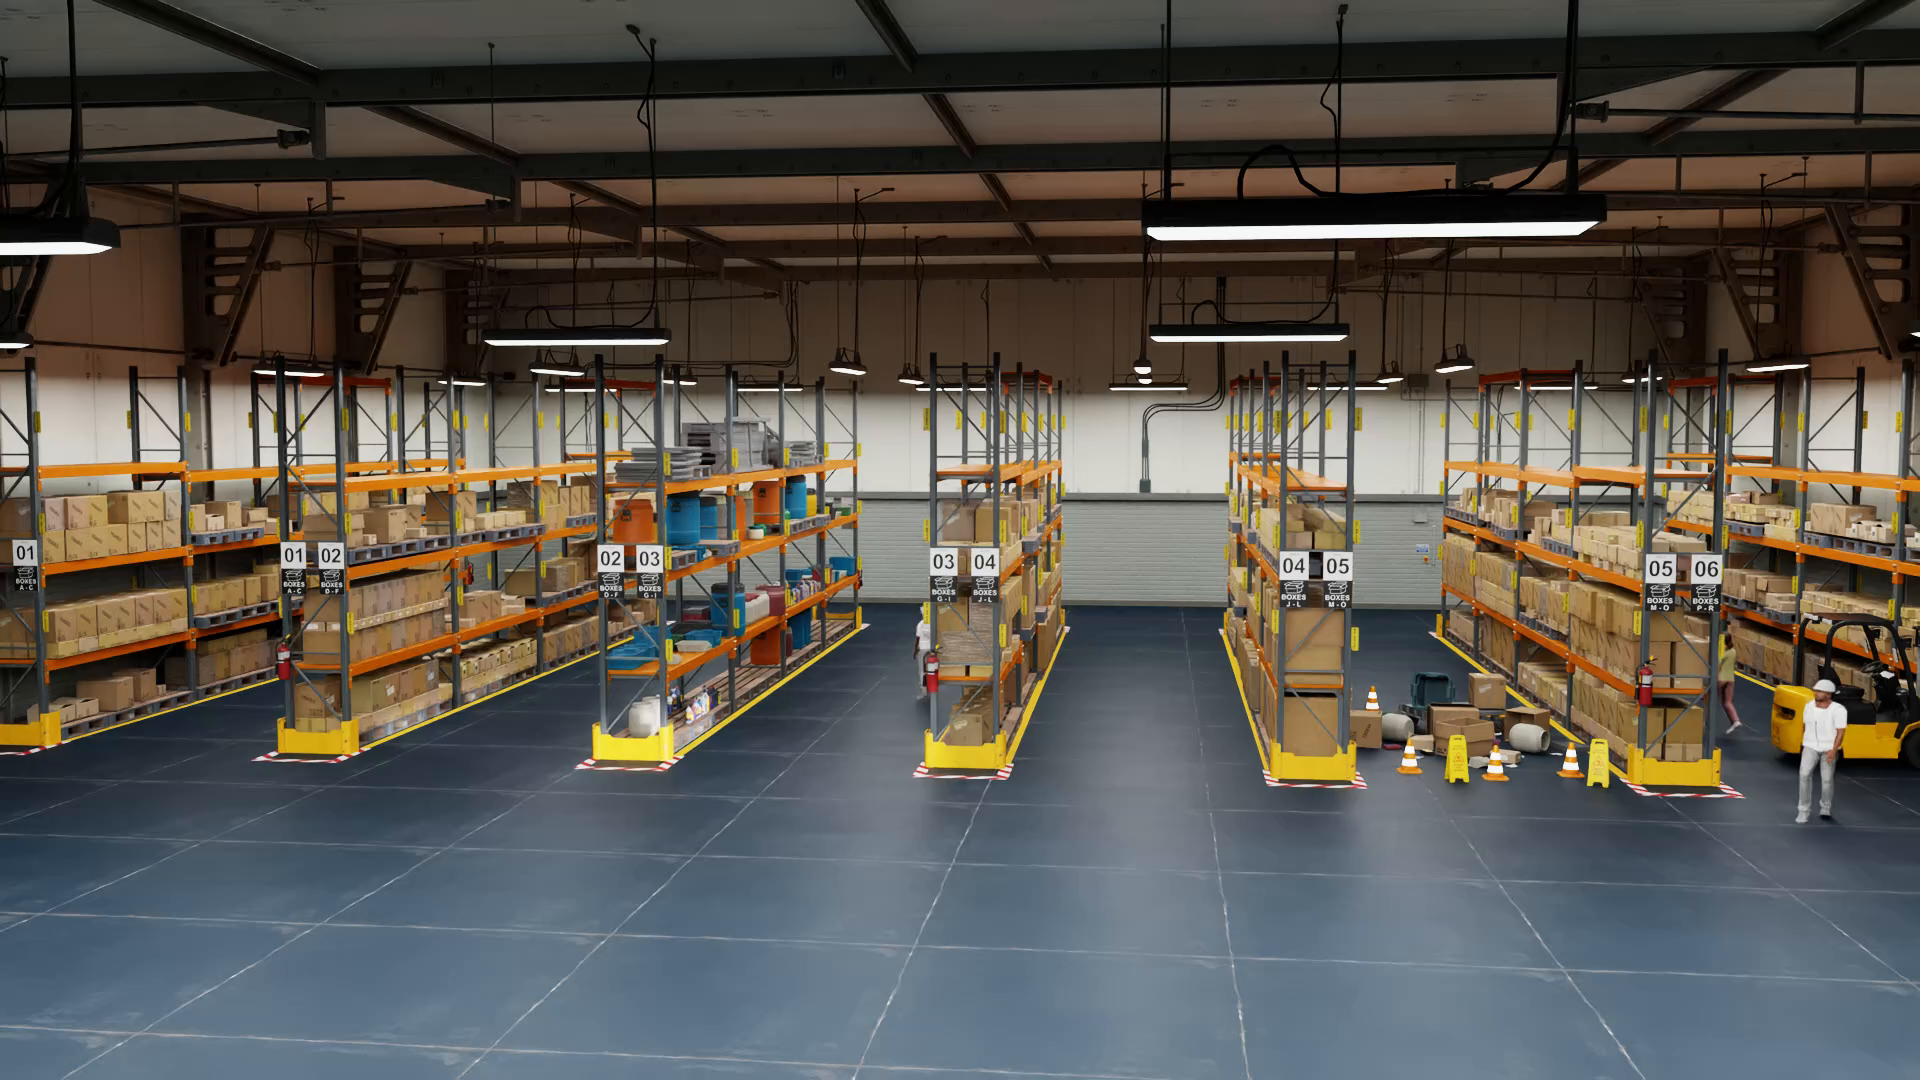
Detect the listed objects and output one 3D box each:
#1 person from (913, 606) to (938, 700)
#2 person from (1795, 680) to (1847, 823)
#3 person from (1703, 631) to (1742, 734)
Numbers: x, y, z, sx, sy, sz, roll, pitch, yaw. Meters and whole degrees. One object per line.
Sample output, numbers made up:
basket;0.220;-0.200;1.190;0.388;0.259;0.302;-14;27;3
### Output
person;-0.560;2.046;30.162;0.592;1.669;0.590;-2;5;-29
person;10.860;2.622;20.933;0.535;1.739;0.625;3;5;39
person;12.302;2.290;26.736;0.440;1.636;0.875;-1;4;-8
